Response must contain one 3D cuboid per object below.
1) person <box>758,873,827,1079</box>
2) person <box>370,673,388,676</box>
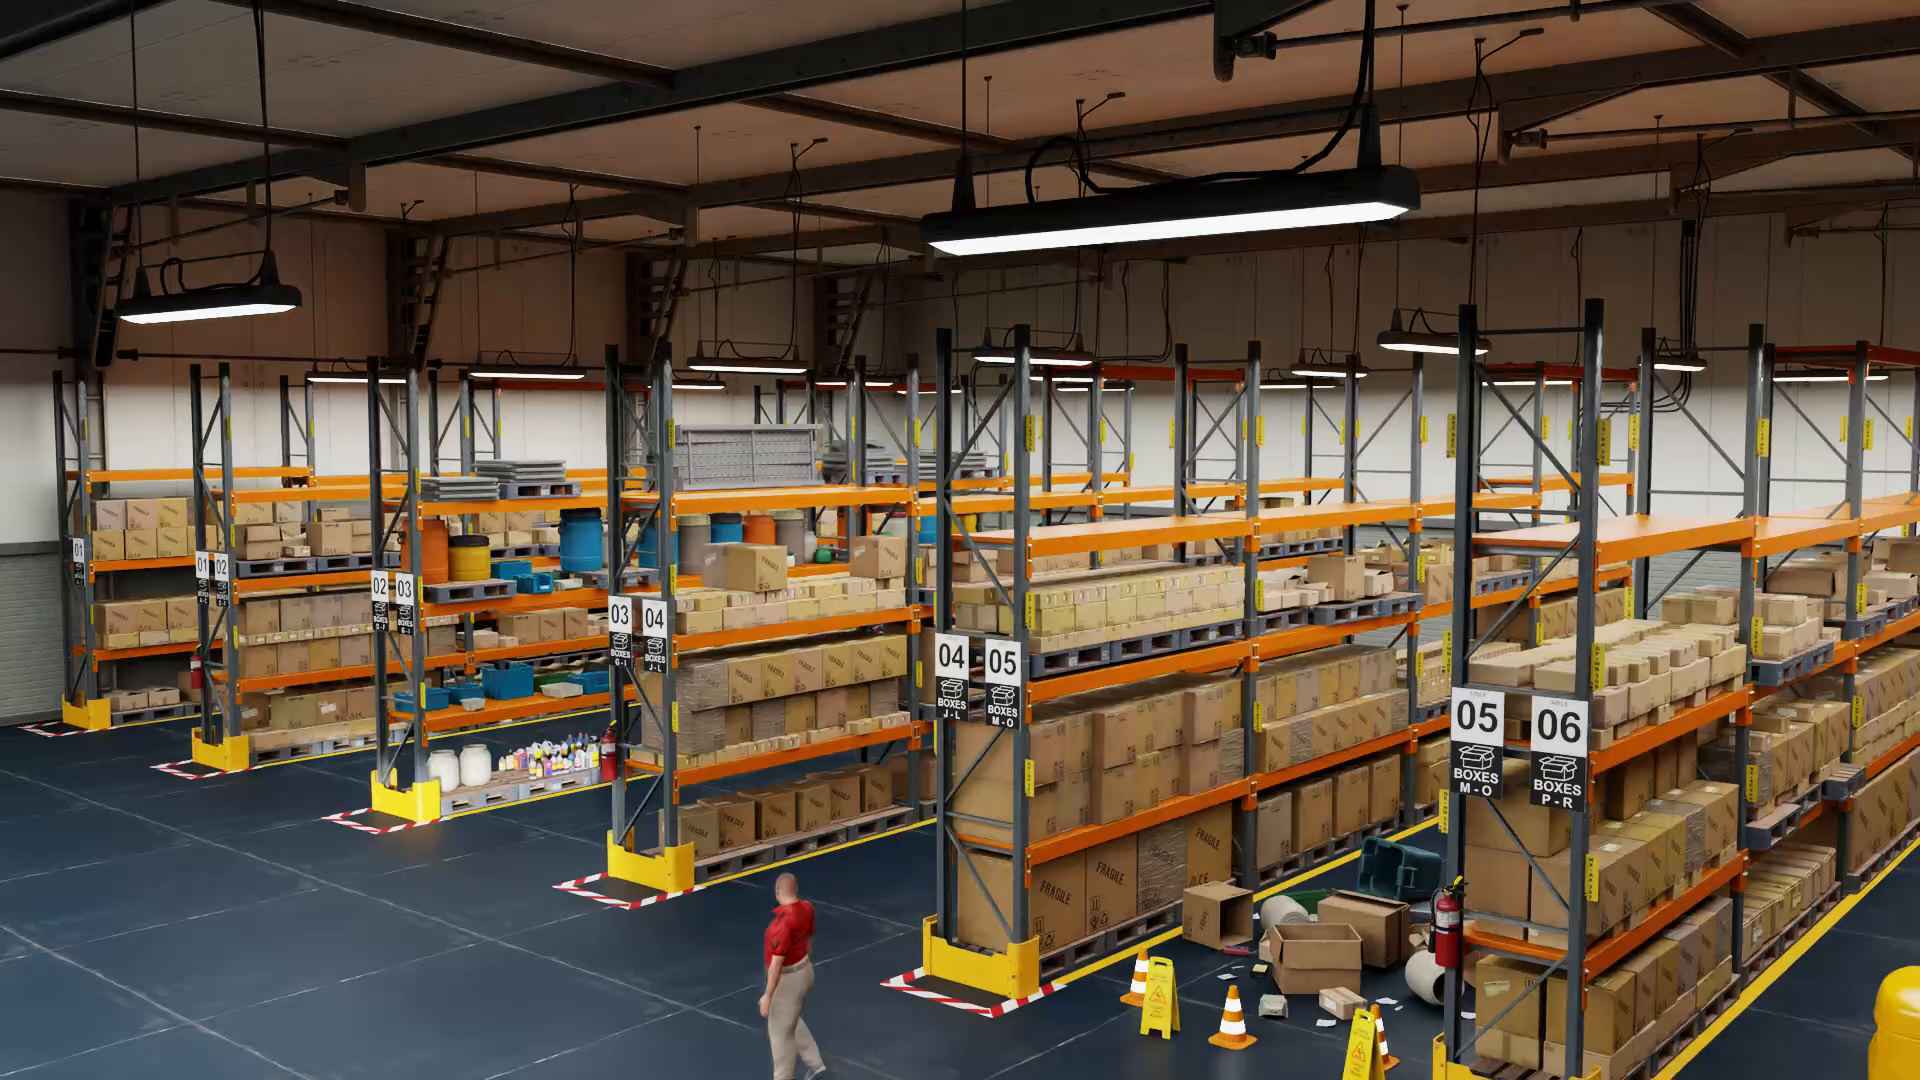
[{"bbox_3d":[-1.298,3.388,12.664,0.488,1.745,0.639,1,4,13],"label":"person"},{"bbox_3d":[-10.031,2.319,28.674,0.474,1.708,0.619,0,4,6],"label":"person"}]
